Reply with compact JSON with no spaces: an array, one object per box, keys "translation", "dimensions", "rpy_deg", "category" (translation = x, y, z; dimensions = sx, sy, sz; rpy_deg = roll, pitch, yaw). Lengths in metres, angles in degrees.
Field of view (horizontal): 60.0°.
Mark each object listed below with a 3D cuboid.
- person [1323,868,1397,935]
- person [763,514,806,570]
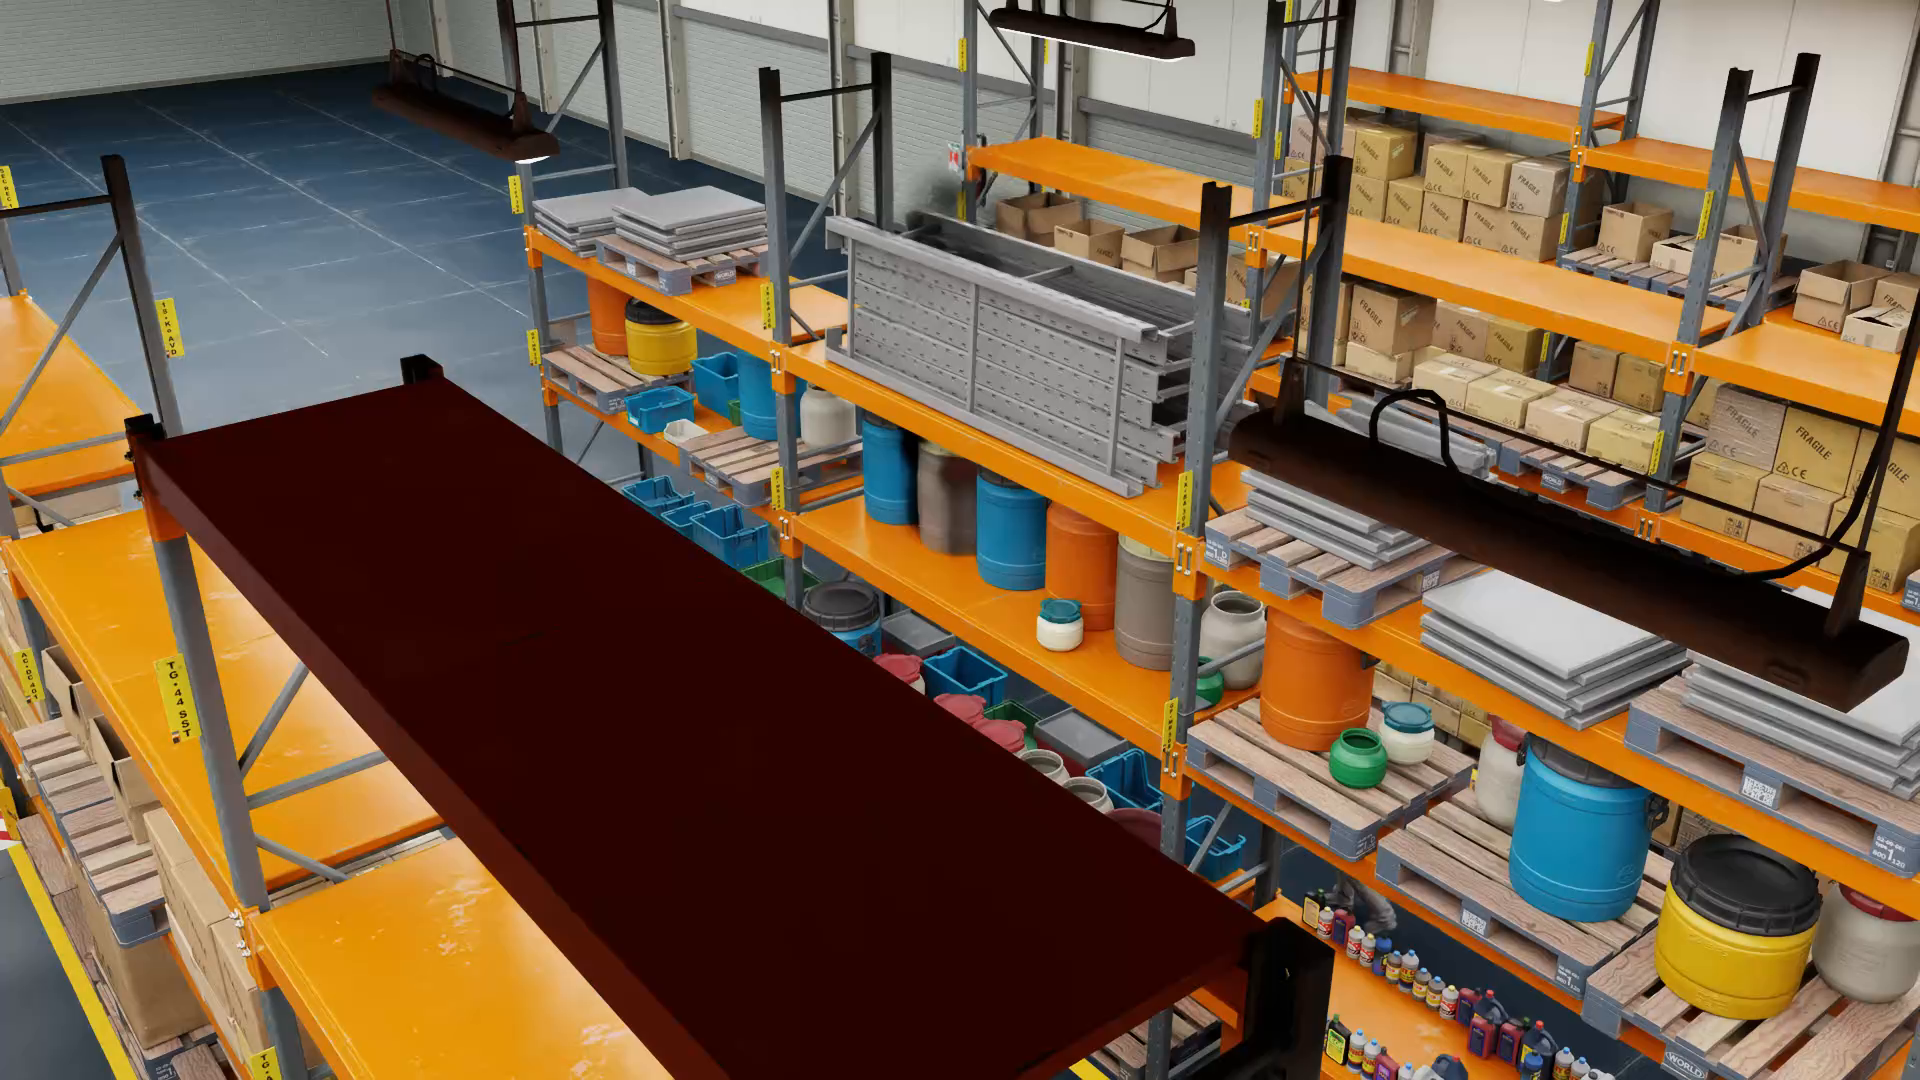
[{"translation":[2.926,2.073,11.986],"dimensions":[0.675,1.825,0.774],"rpy_deg":[-16,30,-30],"category":"person"},{"translation":[-1.770,-0.153,16.688],"dimensions":[0.643,1.695,0.863],"rpy_deg":[-21,33,-36],"category":"person"}]
